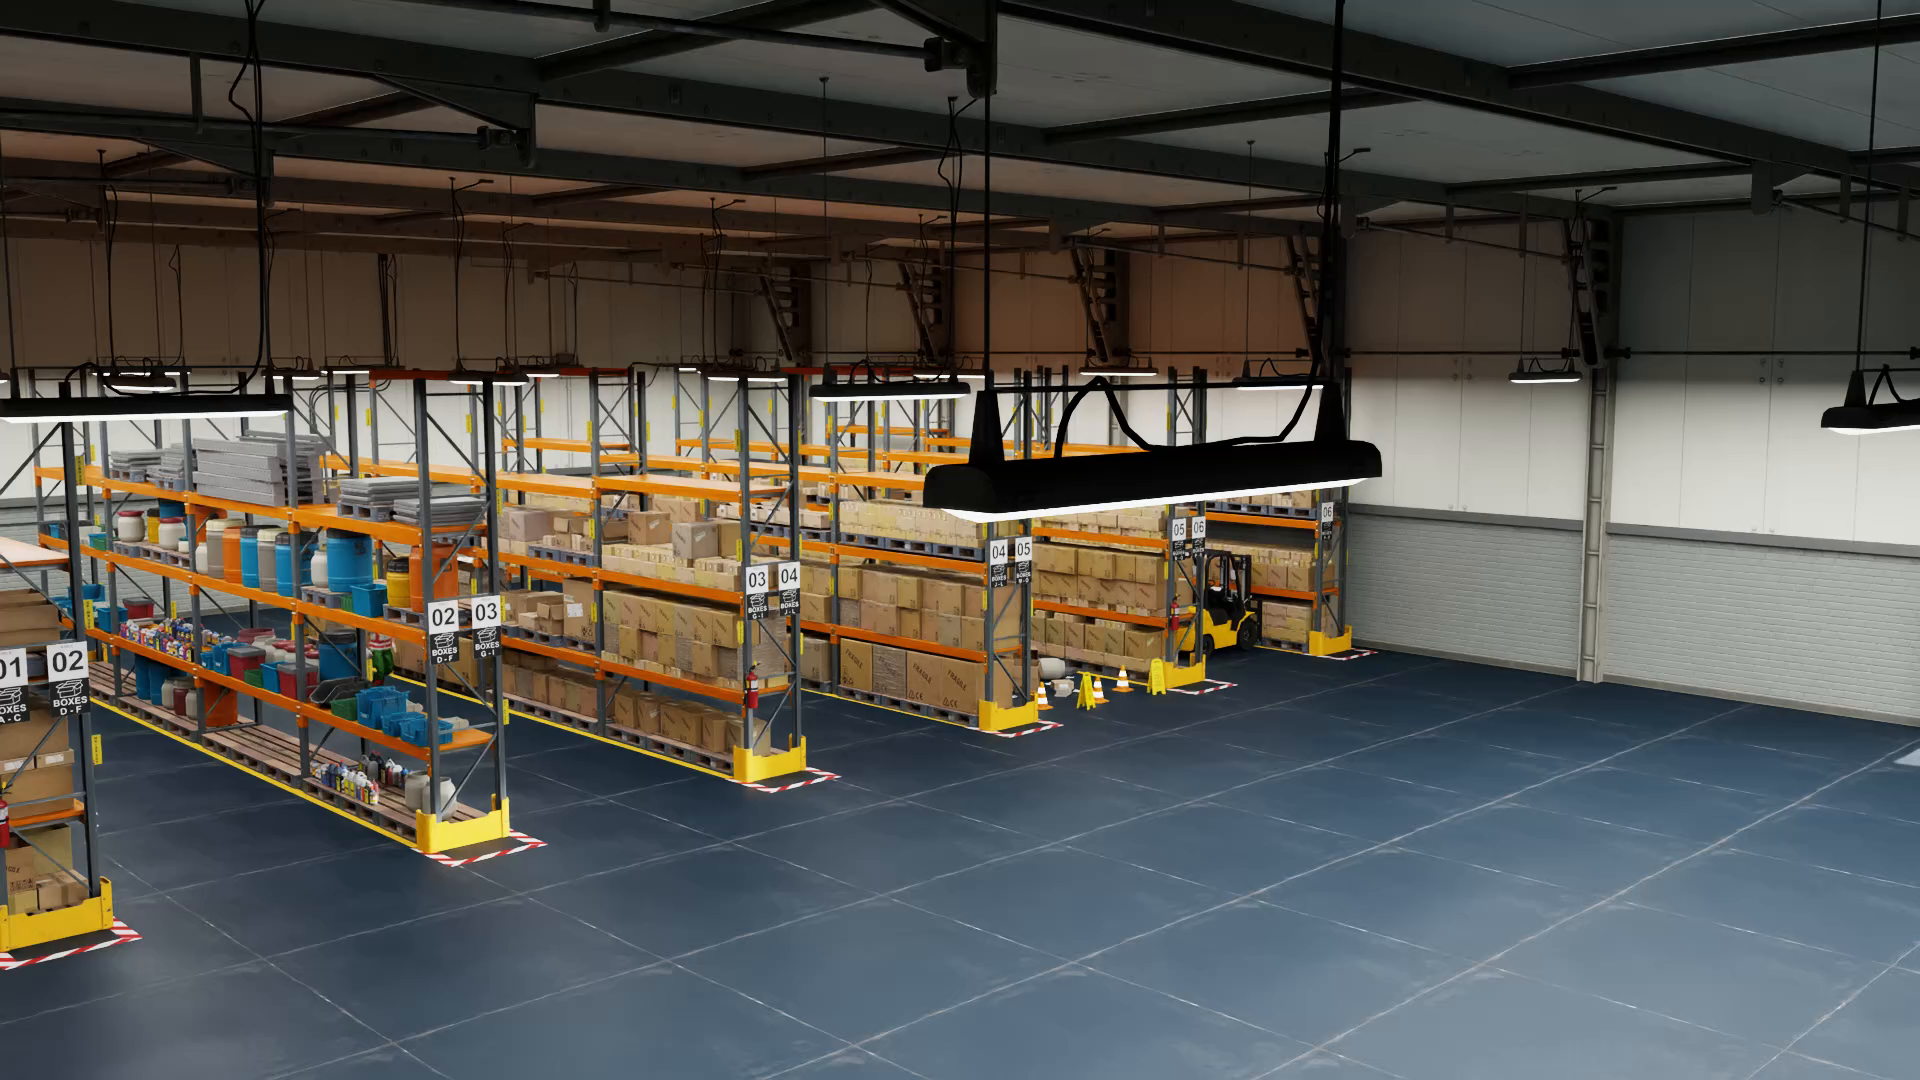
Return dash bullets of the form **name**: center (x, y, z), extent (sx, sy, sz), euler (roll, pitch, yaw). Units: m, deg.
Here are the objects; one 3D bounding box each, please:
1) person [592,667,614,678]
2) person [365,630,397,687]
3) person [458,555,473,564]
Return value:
- **person**: center (-6.728, 1.916, 31.502), extent (0.769, 1.759, 0.665), euler (4, 7, 29)
- **person**: center (-10.732, 2.012, 30.601), extent (0.703, 1.764, 0.622), euler (4, 8, 33)
- **person**: center (-11.794, 1.020, 39.518), extent (0.716, 1.716, 0.838), euler (2, 7, 14)
